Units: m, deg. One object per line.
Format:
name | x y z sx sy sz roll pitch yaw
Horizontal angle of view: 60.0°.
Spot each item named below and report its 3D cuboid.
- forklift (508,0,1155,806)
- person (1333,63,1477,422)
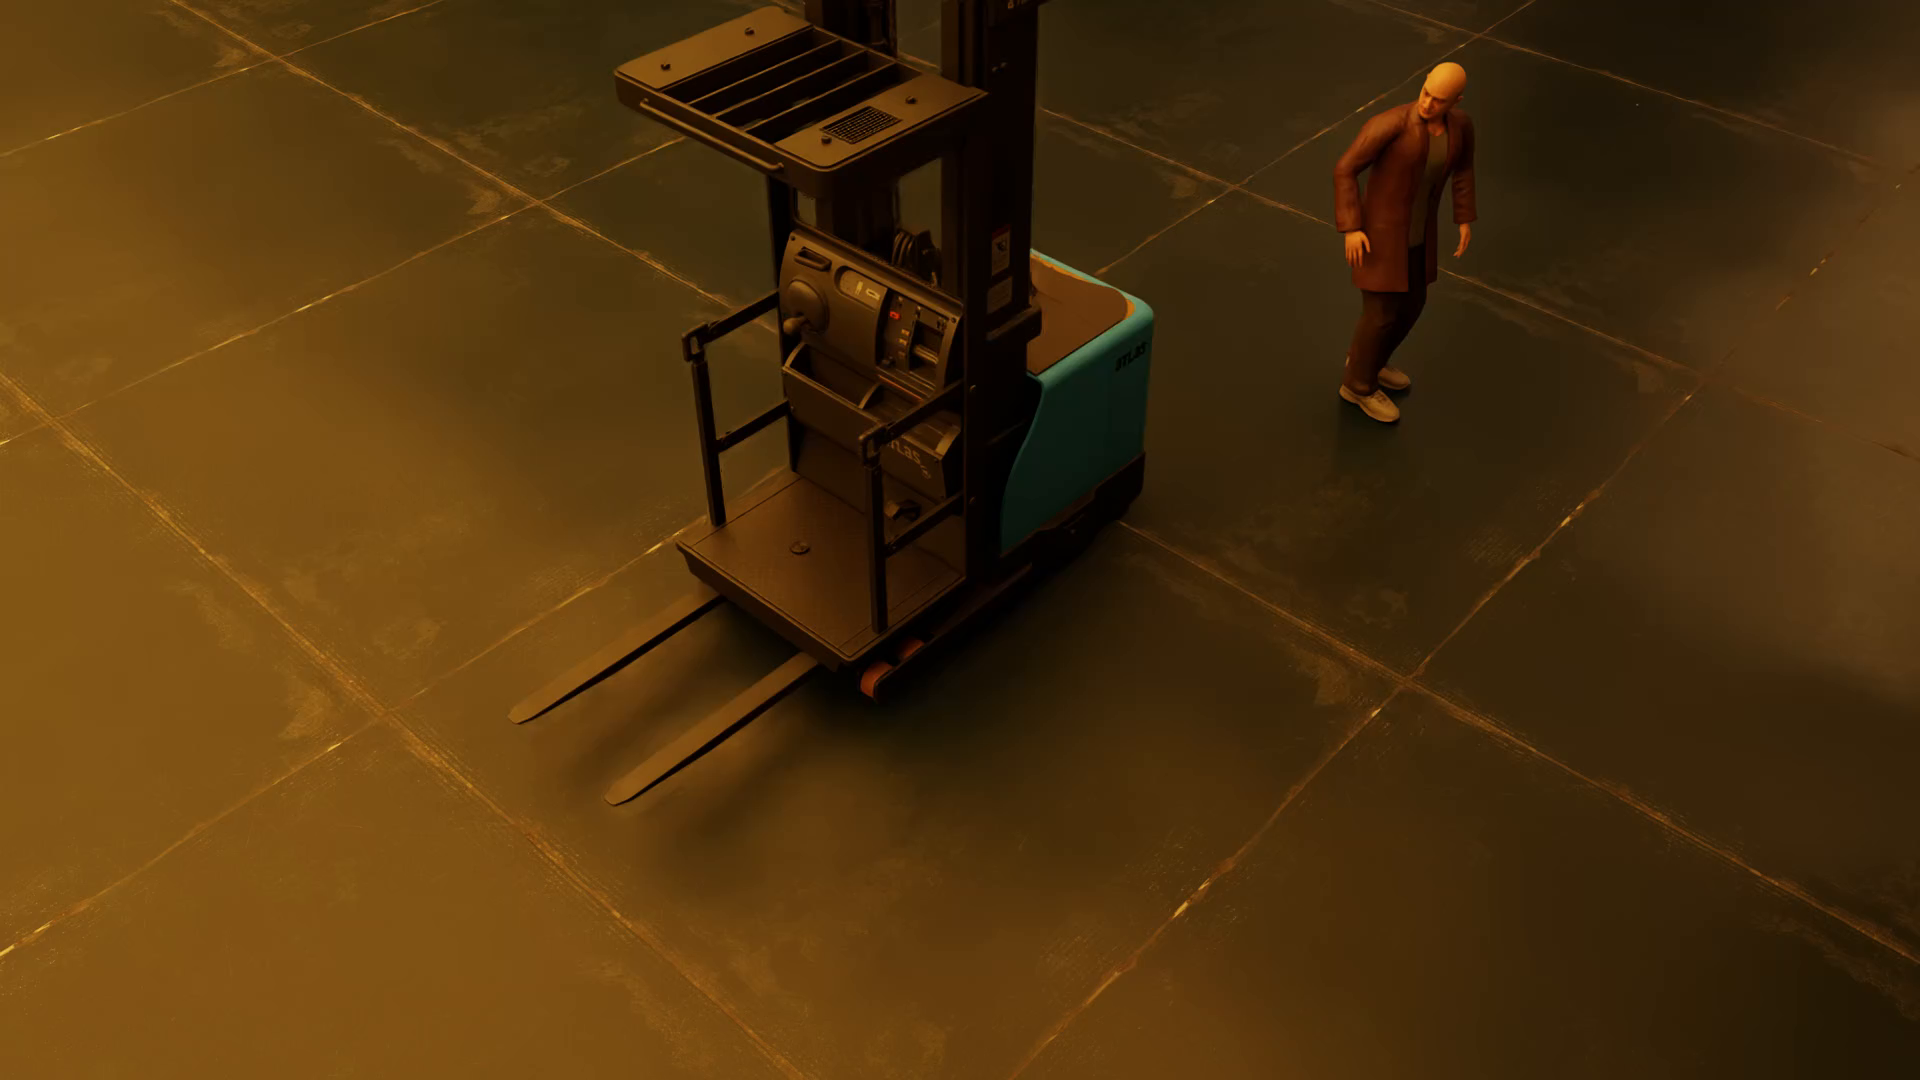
forklift | -0.506 -0.824 6.389 1.130 2.935 3.031 31 49 31
person | 2.181 -1.444 8.016 0.799 1.759 0.558 -21 45 -23
